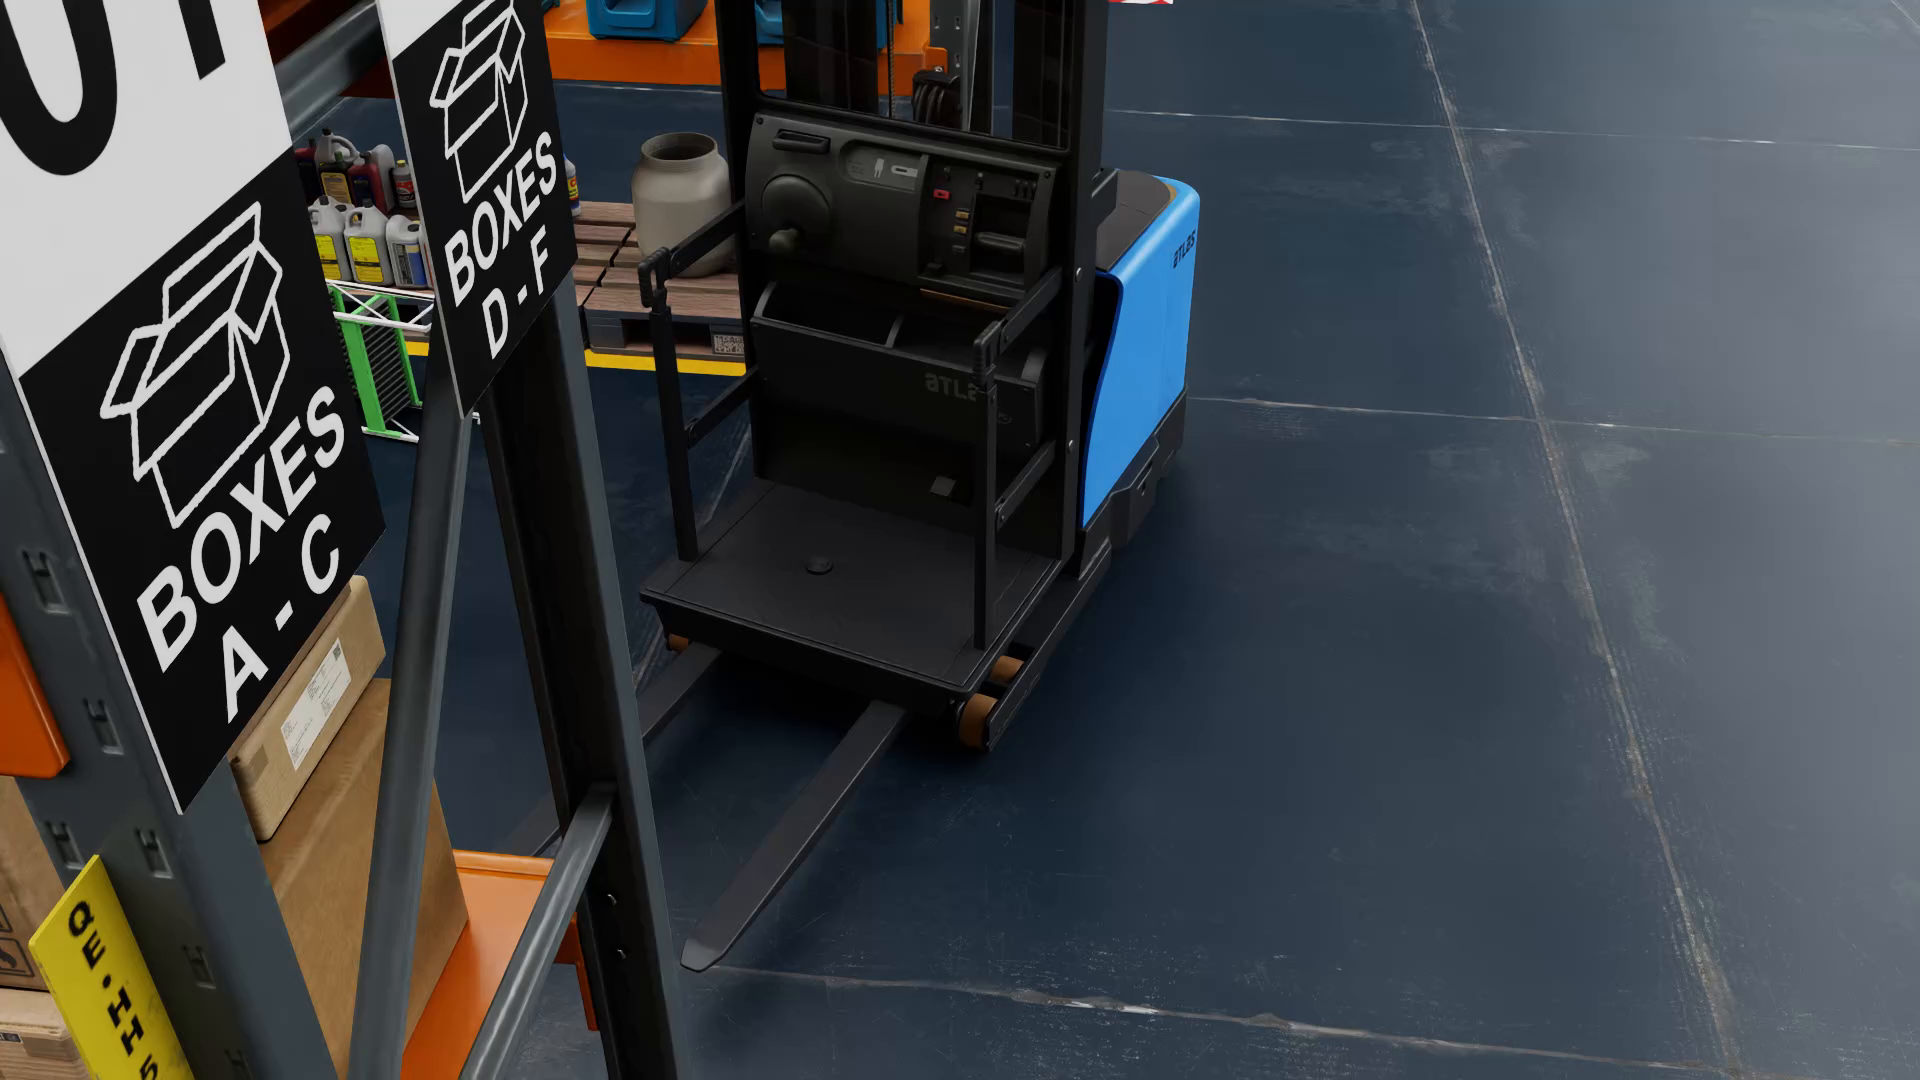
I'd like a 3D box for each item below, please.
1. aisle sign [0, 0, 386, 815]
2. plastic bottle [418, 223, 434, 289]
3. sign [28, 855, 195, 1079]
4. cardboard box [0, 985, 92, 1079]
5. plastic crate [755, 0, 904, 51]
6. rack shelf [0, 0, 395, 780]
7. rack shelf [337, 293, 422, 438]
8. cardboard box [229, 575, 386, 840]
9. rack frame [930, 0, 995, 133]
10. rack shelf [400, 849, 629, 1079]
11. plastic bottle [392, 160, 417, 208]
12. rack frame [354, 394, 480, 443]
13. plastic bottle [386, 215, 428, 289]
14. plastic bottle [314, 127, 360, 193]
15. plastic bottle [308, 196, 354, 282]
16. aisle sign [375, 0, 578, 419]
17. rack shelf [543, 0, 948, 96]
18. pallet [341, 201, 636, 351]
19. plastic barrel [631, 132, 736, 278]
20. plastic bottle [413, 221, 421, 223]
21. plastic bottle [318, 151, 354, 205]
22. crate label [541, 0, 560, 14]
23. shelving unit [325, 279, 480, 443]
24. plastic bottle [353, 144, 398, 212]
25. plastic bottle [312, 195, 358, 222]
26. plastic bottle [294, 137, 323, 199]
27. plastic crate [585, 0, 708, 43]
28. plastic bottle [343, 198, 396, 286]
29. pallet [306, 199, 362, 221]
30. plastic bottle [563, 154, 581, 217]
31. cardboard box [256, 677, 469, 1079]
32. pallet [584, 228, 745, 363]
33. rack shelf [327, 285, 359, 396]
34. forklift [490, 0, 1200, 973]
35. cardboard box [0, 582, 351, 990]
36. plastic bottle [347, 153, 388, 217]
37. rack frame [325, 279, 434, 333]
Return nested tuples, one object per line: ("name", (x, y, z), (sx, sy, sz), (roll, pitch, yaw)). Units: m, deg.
("aisle sign", (-0.587, -0.218, 1.236), (0.004, 0.787, 0.394), (4, 36, 6))
("plastic bottle", (-2.104, -1.176, 6.782), (0.135, 0.276, 0.152), (5, 36, 6))
("sign", (-0.698, 0.410, 1.393), (0.005, 0.325, 0.100), (4, 36, 6))
("cardboard box", (-1.018, 0.443, 1.903), (0.250, 0.149, 0.380), (4, 36, 5))
("plastic crate", (-0.515, -1.992, 6.087), (0.616, 0.251, 0.499), (4, 36, 6))
("rack shelf", (-2.599, -0.410, 1.780), (4.000, 0.370, 1.077), (4, 36, 6))
("rack shelf", (-2.137, -0.659, 6.216), (0.148, 0.480, 0.258), (10, 37, 15))
("cardboard box", (-0.977, 0.208, 2.232), (0.250, 0.149, 0.380), (4, 36, 6))
("rack frame", (0.020, -2.188, 6.234), (0.127, 3.000, 1.000), (4, 36, 6))
("rack shelf", (-2.599, 0.811, 2.651), (4.000, 0.370, 1.077), (4, 36, 6))
("plastic bottle", (-2.480, -1.597, 7.436), (0.097, 0.201, 0.097), (0, 36, 0))
("rack frame", (-2.422, -0.512, 6.438), (1.200, 0.015, 0.240), (10, 37, 15))
("plastic bottle", (-2.242, -1.186, 6.796), (0.135, 0.276, 0.152), (3, 36, 5))
("plastic bottle", (-2.761, -1.665, 7.403), (0.185, 0.351, 0.144), (4, 36, 6))
("plastic bottle", (-2.591, -1.241, 6.808), (0.185, 0.351, 0.144), (4, 36, 6))
("aisle sign", (-0.511, -0.564, 1.720), (0.004, 0.787, 0.394), (4, 36, 6))
("rack shelf", (-1.964, -2.043, 6.650), (4.000, 0.370, 1.077), (4, 36, 6))
("pallet", (-2.073, -1.186, 7.231), (1.213, 0.211, 1.003), (4, 36, 6))
("plastic barrel", (-1.140, -1.388, 6.893), (0.421, 0.512, 0.421), (0, 36, 0))
("plastic bottle", (-2.244, -1.229, 6.921), (0.097, 0.201, 0.097), (0, 36, 0))
("plastic bottle", (-2.749, -1.577, 7.337), (0.133, 0.283, 0.061), (4, 36, 6))
("crate label", (-1.840, -2.183, 6.196), (0.616, 0.435, 0.502), (4, 36, 6))
("shelving unit", (-2.425, -0.711, 6.297), (1.200, 0.503, 0.258), (10, 37, 15))
("plastic bottle", (-2.601, -1.620, 7.404), (0.135, 0.276, 0.152), (5, 36, 7))
("plastic bottle", (-2.597, -1.297, 6.952), (0.135, 0.276, 0.152), (4, 36, 6))
("plastic bottle", (-2.915, -1.674, 7.472), (0.133, 0.283, 0.061), (7, 36, 9))
("plastic crate", (-1.158, -2.043, 6.159), (0.408, 0.251, 0.499), (4, 36, 6))
("plastic bottle", (-2.407, -1.227, 6.788), (0.185, 0.351, 0.144), (6, 36, 8))
("pallet", (-3.287, -1.275, 7.355), (1.213, 0.211, 1.003), (4, 36, 6))
("plastic bottle", (-1.739, -1.570, 7.338), (0.097, 0.271, 0.097), (0, 36, 0))
("cardboard box", (-1.076, 0.583, 2.265), (0.500, 0.500, 0.700), (4, 36, 6))
("pallet", (-0.867, -1.095, 7.102), (1.213, 0.211, 1.003), (4, 36, 6))
("rack shelf", (-2.365, -0.700, 6.280), (0.148, 0.480, 0.258), (10, 37, 15))
("forklift", (-0.267, -0.866, 4.441), (1.130, 2.935, 3.031), (15, 38, 20))
("cardboard box", (-1.129, 0.051, 1.893), (0.500, 0.500, 0.700), (4, 36, 6))
("plastic bottle", (-2.614, -1.562, 7.316), (0.133, 0.283, 0.061), (4, 36, 6))
("rack frame", (-2.429, -0.911, 6.156), (1.200, 0.015, 0.240), (10, 37, 15))
